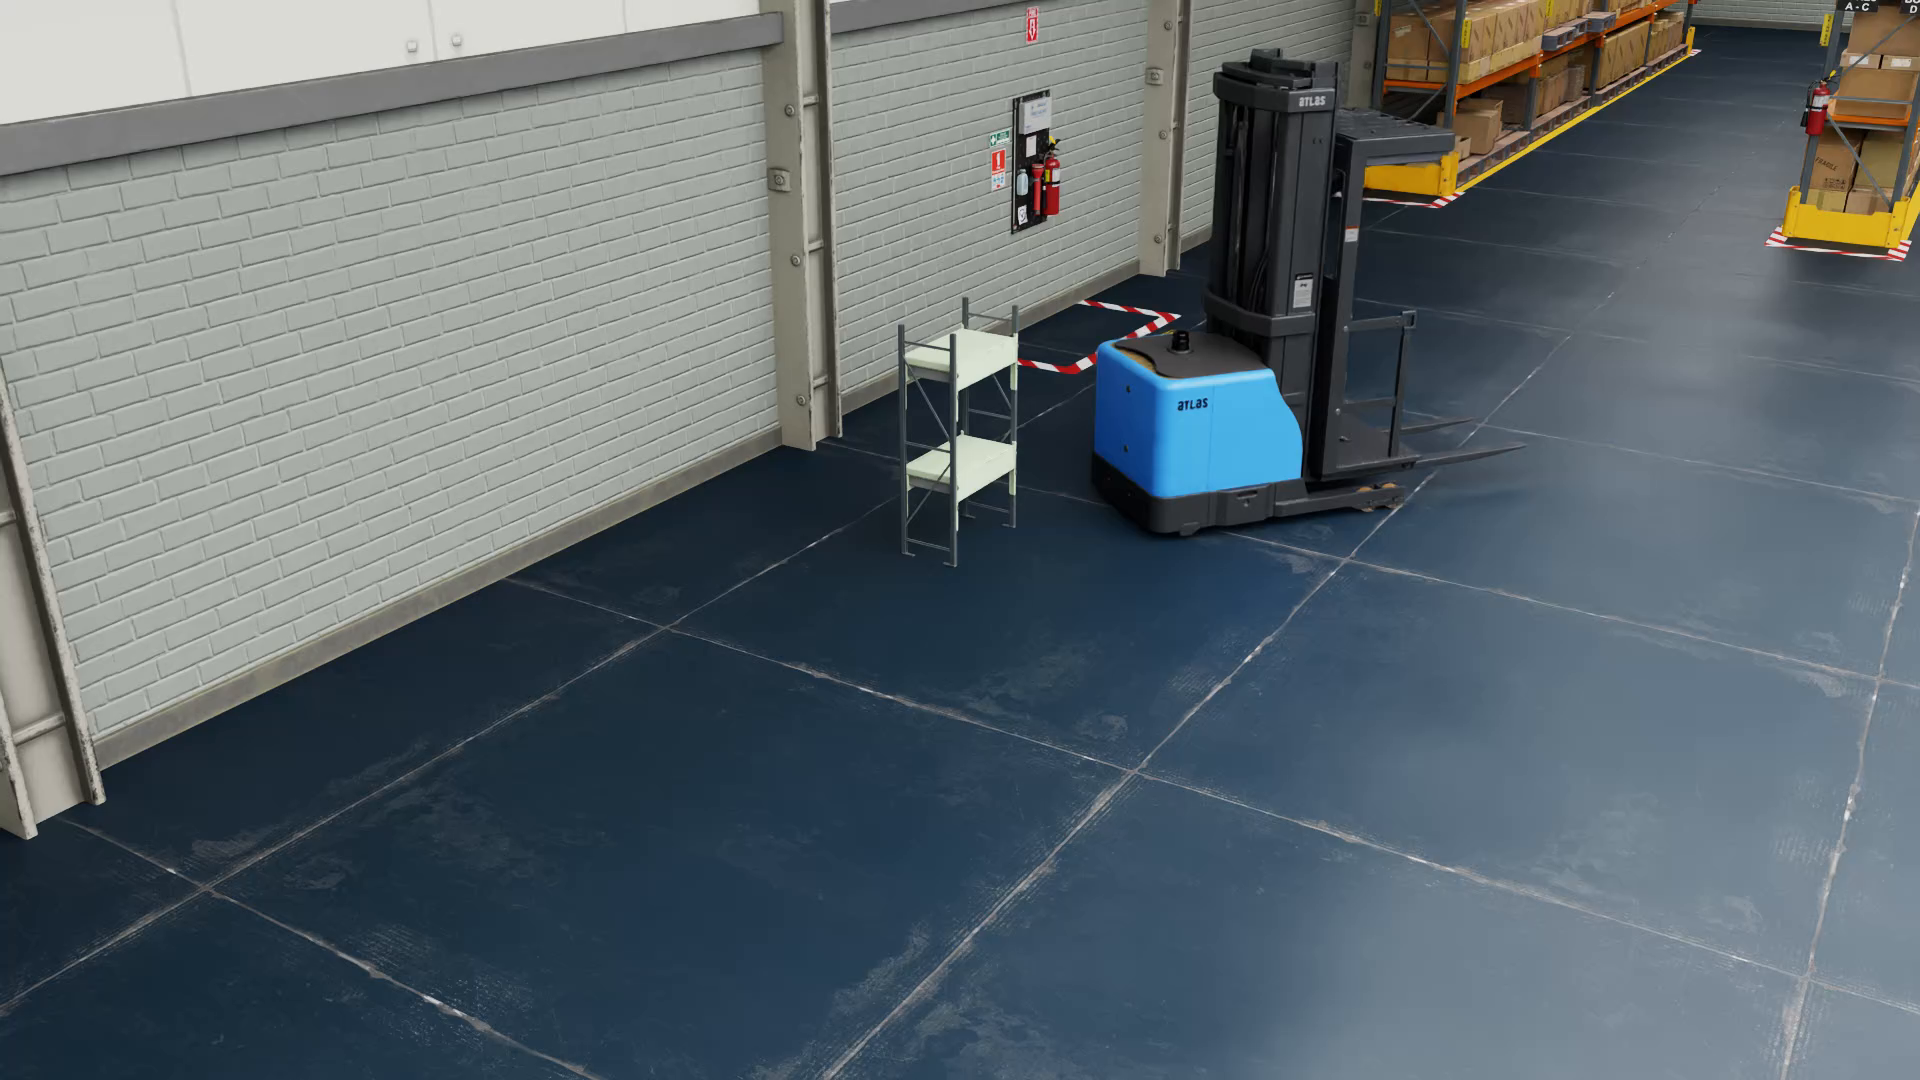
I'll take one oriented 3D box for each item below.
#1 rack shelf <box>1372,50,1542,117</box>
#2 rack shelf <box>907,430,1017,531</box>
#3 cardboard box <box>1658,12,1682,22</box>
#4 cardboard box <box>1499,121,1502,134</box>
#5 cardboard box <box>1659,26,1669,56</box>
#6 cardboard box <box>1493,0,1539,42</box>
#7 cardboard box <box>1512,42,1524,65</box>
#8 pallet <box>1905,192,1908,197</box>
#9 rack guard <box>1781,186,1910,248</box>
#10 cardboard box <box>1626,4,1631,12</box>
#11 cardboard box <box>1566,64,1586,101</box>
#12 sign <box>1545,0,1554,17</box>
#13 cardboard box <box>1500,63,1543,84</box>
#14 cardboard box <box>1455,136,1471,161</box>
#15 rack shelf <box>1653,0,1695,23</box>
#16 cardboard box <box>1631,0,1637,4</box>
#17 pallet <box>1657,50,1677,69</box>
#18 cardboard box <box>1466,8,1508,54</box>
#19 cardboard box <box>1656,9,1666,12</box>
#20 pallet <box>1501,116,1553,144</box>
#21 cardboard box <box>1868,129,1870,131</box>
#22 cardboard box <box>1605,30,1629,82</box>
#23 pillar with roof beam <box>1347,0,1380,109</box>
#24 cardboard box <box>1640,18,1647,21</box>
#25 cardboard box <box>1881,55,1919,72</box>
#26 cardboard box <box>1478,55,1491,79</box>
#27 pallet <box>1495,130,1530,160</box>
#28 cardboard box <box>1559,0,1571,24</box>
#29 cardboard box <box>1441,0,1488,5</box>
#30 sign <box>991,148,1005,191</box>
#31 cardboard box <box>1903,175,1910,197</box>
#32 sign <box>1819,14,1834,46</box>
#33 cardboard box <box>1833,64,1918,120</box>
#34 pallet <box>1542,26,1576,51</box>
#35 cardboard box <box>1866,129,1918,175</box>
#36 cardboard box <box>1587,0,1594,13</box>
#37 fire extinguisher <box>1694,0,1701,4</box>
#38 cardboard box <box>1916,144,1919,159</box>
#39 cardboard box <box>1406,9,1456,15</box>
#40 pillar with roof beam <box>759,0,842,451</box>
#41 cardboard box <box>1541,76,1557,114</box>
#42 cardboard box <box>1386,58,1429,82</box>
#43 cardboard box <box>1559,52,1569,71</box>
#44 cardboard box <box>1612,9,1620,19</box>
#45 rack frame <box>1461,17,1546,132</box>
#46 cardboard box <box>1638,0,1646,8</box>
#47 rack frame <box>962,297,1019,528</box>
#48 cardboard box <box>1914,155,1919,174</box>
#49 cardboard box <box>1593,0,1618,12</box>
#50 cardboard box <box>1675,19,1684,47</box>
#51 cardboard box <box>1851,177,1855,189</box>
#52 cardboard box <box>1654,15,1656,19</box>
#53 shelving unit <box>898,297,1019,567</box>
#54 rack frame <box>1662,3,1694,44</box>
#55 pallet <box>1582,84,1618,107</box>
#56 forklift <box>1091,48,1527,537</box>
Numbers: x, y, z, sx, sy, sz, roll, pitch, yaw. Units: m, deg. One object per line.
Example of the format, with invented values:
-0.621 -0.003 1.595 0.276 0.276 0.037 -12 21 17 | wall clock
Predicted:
6.631 -6.109 21.992 1.077 0.370 4.000 14 27 29 | rack shelf
-0.004 -0.387 10.576 0.431 0.370 0.720 14 27 29 | rack shelf
13.684 -10.082 32.066 0.380 0.149 0.250 15 27 30 | cardboard box
7.429 -5.829 23.452 0.380 0.166 0.250 10 25 22 | cardboard box
12.928 -9.432 31.381 0.700 0.500 0.500 15 27 30 | cardboard box
7.441 -7.005 22.375 0.500 0.500 0.500 14 27 29 | cardboard box
7.171 -6.492 22.134 0.500 0.250 0.500 14 27 29 | cardboard box
10.798 -4.125 20.012 1.003 0.211 1.213 14 27 29 | pallet
9.773 -3.572 18.372 1.175 0.500 0.348 14 27 29 | rack guard
11.110 -9.028 28.120 0.380 0.149 0.250 15 27 31 | cardboard box
9.460 -7.265 26.349 0.700 0.500 0.500 14 27 30 | cardboard box
8.151 -7.400 22.979 0.100 0.325 0.005 14 27 29 | sign
8.289 -6.914 24.595 0.500 0.250 0.500 13 27 28 | cardboard box
6.318 -5.139 21.677 0.500 0.311 0.500 16 28 33 | cardboard box
12.961 -10.159 31.347 1.077 0.370 4.000 14 27 29 | rack shelf
11.084 -9.286 27.898 0.500 0.500 0.500 15 27 30 | cardboard box
13.016 -9.188 31.709 1.003 0.211 1.213 14 27 29 | pallet
6.630 -6.485 21.173 0.500 0.500 0.500 13 27 27 | cardboard box
13.627 -10.335 32.648 0.380 0.149 0.250 14 27 29 | cardboard box
8.095 -6.098 24.570 1.003 0.211 1.213 14 27 29 | pallet
10.596 -4.755 19.946 0.500 0.500 0.500 14 27 29 | cardboard box
10.762 -8.186 28.060 0.750 0.750 0.750 14 27 29 | cardboard box
8.867 -8.033 17.978 9.100 9.000 0.400 14 27 29 | pillar with roof beam
12.691 -9.734 31.260 0.380 0.149 0.250 14 27 29 | cardboard box
10.176 -5.158 17.947 0.380 0.149 0.250 14 27 29 | cardboard box
6.365 -5.981 20.954 0.500 0.250 0.500 13 27 27 | cardboard box
7.361 -5.600 23.421 1.003 0.211 1.213 14 27 29 | pallet
8.605 -7.943 24.642 0.700 0.500 0.500 18 29 36 | cardboard box
6.717 -6.943 22.232 0.500 0.500 0.500 15 27 30 | cardboard box
0.330 -3.182 14.280 0.001 0.329 0.234 14 27 29 | sign
10.783 -4.131 19.449 0.500 0.250 0.500 14 27 29 | cardboard box
9.332 -5.486 17.891 0.100 0.325 0.005 14 27 29 | sign
10.043 -4.928 18.232 0.700 0.500 0.500 14 27 29 | cardboard box
8.212 -7.254 23.972 1.003 0.211 1.213 14 27 29 | pallet
10.773 -4.477 19.305 0.500 0.500 0.500 14 27 29 | cardboard box
9.556 -8.551 26.048 0.700 0.500 0.500 11 26 23 | cardboard box
14.487 -10.912 32.747 0.296 0.674 0.183 14 27 29 | fire extinguisher
11.563 -4.984 20.475 0.500 0.500 0.500 14 27 29 | cardboard box
5.918 -6.420 21.024 0.500 0.500 0.500 14 27 30 | cardboard box
2.537 -3.983 8.622 9.100 9.000 0.400 14 27 29 | pillar with roof beam
8.593 -6.770 25.204 0.700 0.500 0.500 14 27 30 | cardboard box
5.658 -5.903 20.774 0.500 0.250 0.500 14 27 30 | cardboard box
9.106 -7.430 25.786 0.500 0.250 0.500 14 27 30 | cardboard box
10.518 -8.576 27.075 0.380 0.149 0.250 15 27 31 | cardboard box
7.686 -7.114 23.408 1.000 3.000 0.127 14 27 29 | rack frame
11.590 -9.265 28.668 0.380 0.149 0.250 14 27 29 | cardboard box
0.190 -0.810 10.732 0.400 1.500 0.023 14 27 29 | rack frame
11.565 -4.639 20.623 0.500 0.250 0.500 14 27 29 | cardboard box
10.269 -8.766 26.698 0.500 0.500 0.500 15 27 30 | cardboard box
13.731 -9.953 32.583 0.700 0.500 0.500 14 27 29 | cardboard box
10.071 -4.072 19.314 0.500 0.250 0.500 14 27 29 | cardboard box
13.095 -9.993 31.859 0.380 0.149 0.250 14 27 30 | cardboard box
-0.004 -0.686 10.447 0.431 1.500 0.755 14 27 29 | shelving unit
14.016 -11.164 32.764 1.000 3.000 0.127 14 27 29 | rack frame
10.275 -7.435 27.659 1.003 0.211 1.213 14 27 29 | pallet
2.474 -1.719 11.032 3.031 2.935 1.130 -9 25 -19 | forklift
